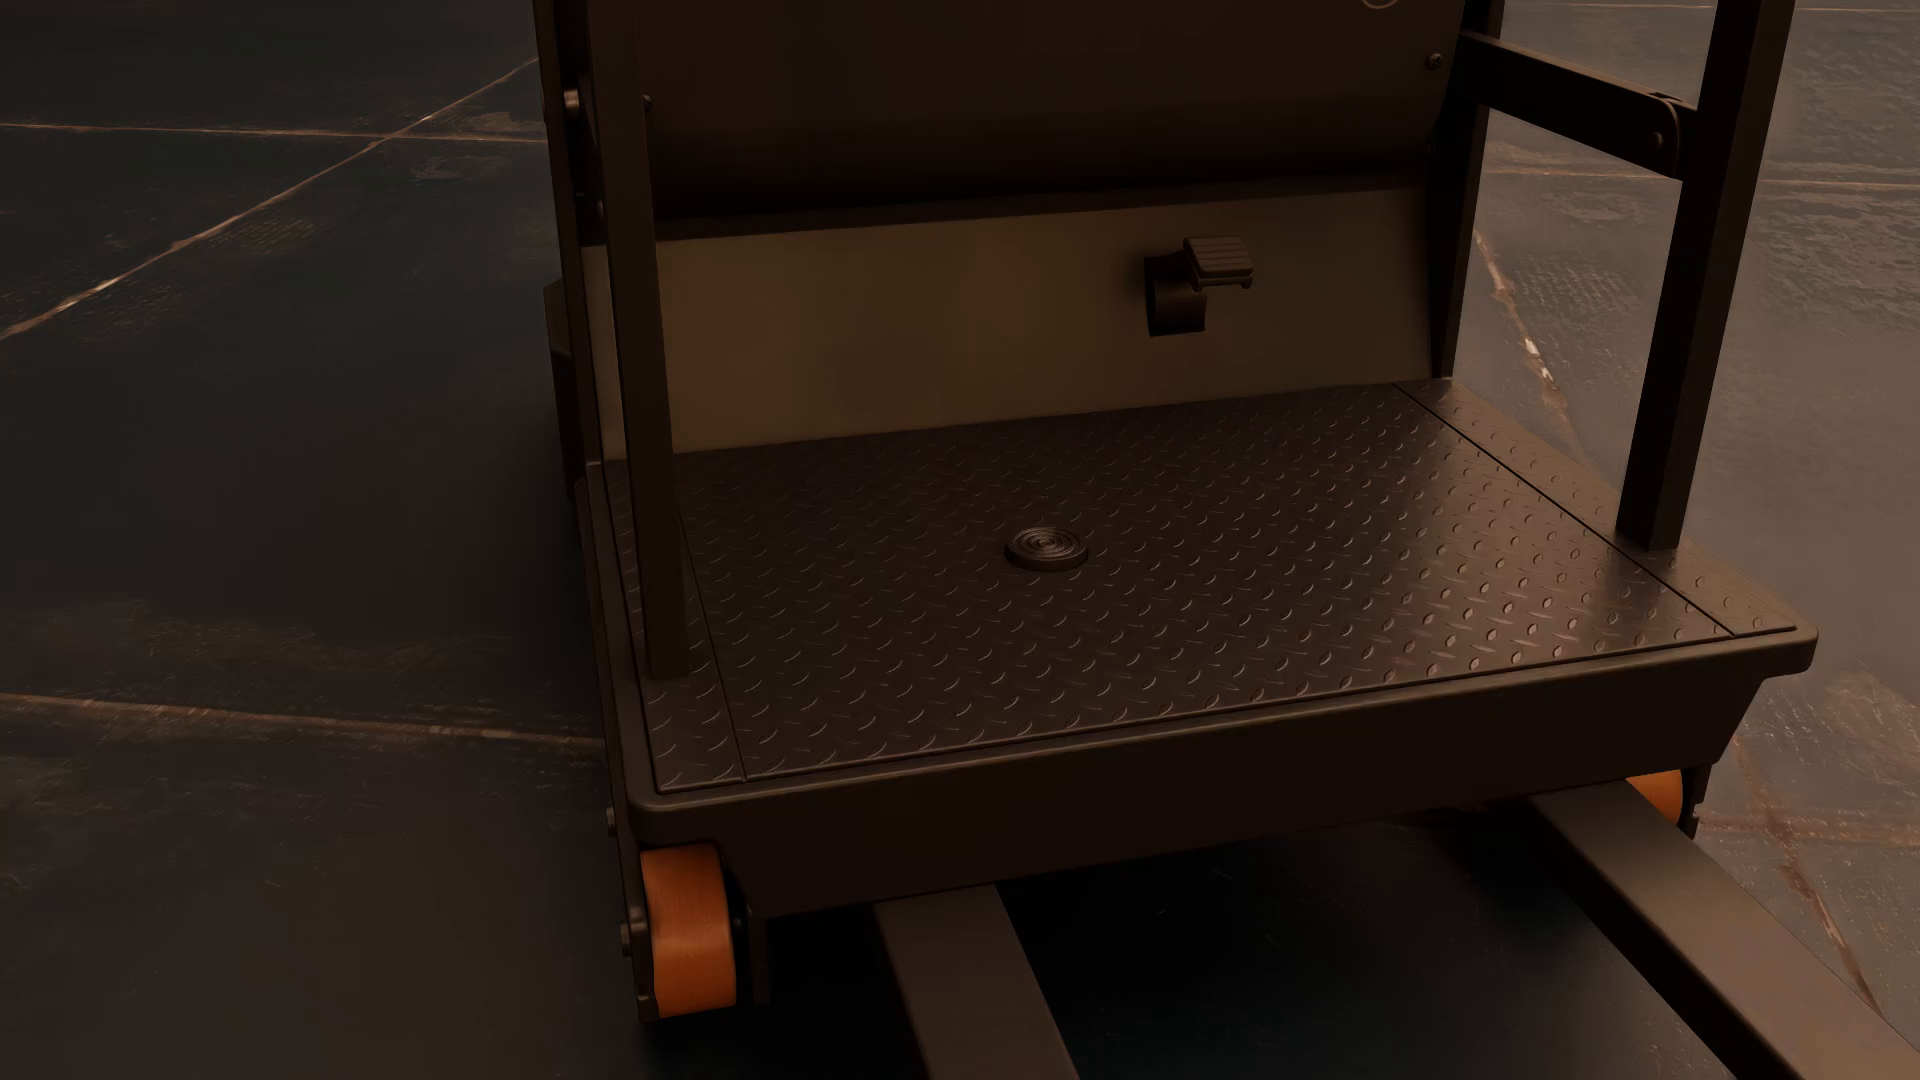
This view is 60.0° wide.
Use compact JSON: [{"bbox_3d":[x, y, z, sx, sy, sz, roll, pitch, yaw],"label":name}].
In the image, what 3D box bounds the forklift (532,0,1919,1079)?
[{"bbox_3d":[0.153,-1.049,1.319,1.130,2.935,3.031,-7,27,-13],"label":"forklift"}]
